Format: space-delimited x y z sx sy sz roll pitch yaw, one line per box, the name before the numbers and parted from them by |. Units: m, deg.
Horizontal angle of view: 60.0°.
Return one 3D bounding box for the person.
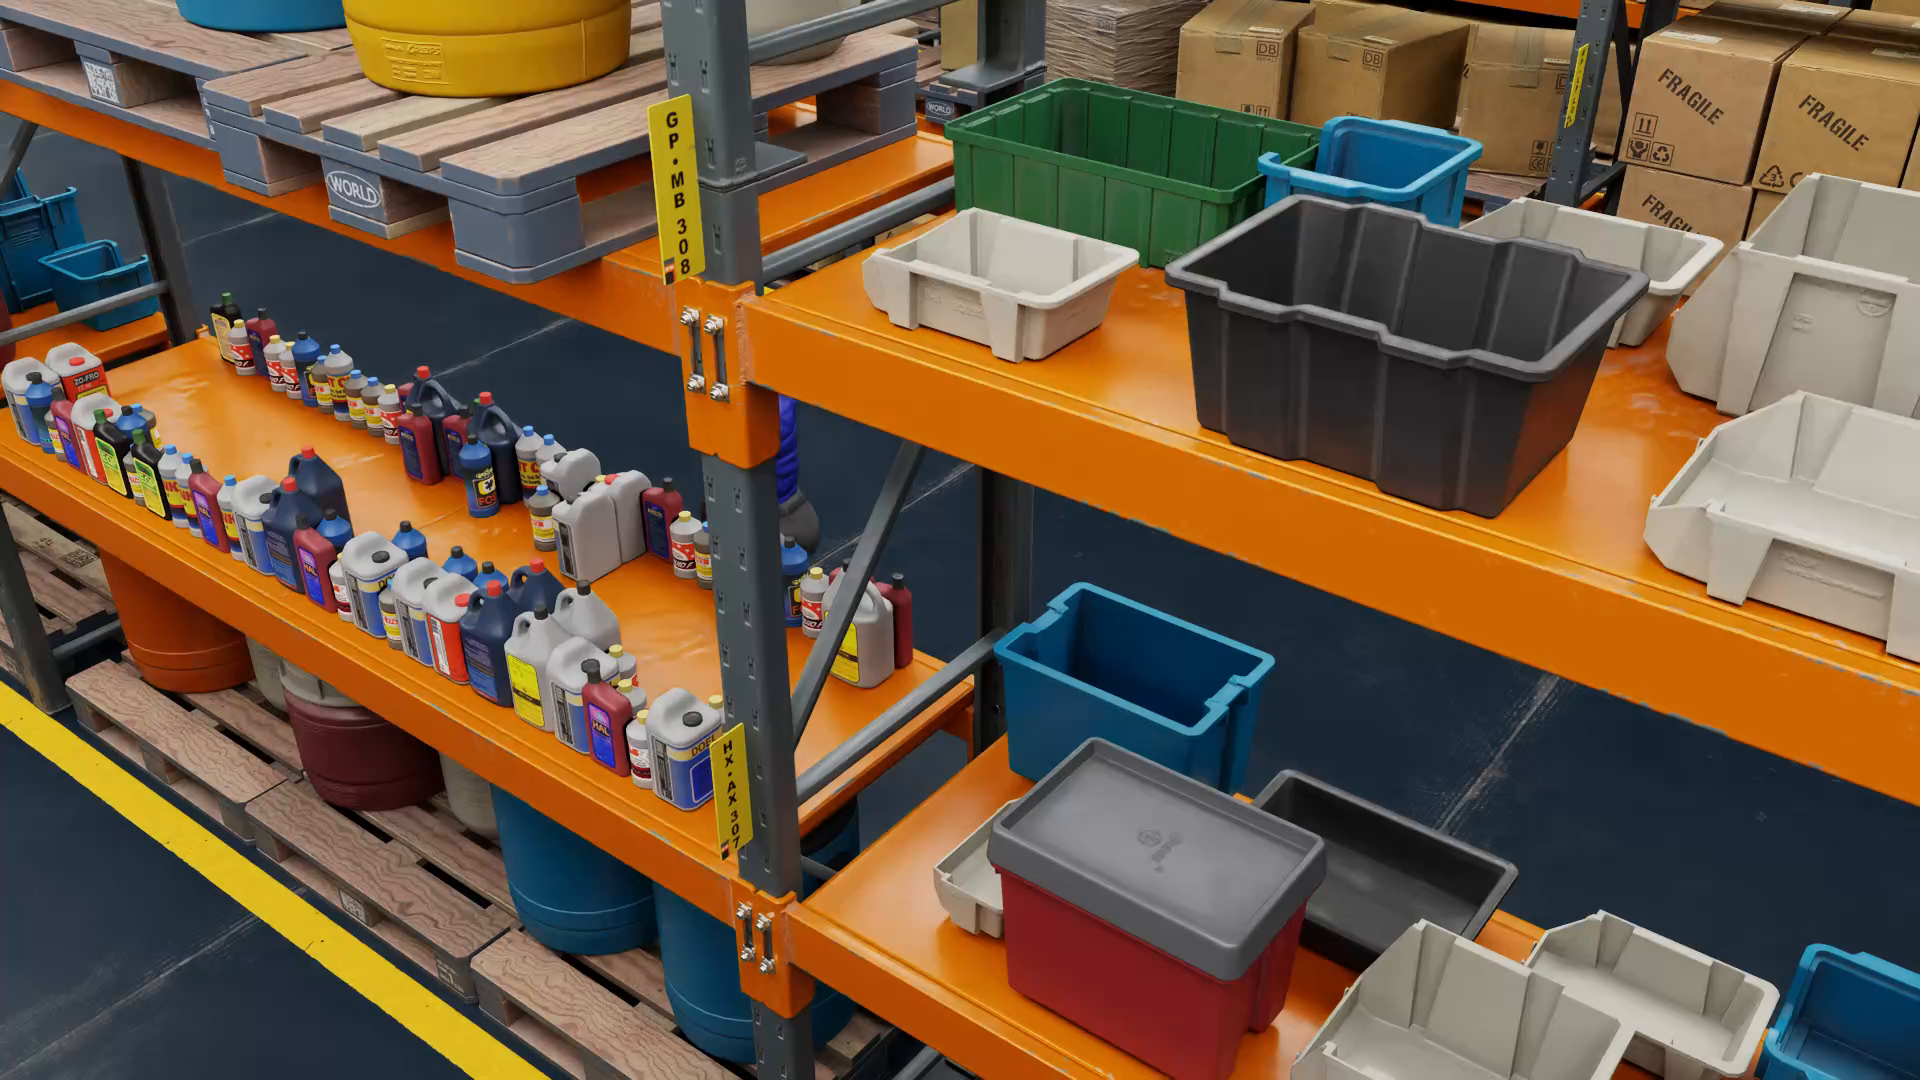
person | -0.791 0.032 6.284 0.556 1.465 0.490 21 37 31
